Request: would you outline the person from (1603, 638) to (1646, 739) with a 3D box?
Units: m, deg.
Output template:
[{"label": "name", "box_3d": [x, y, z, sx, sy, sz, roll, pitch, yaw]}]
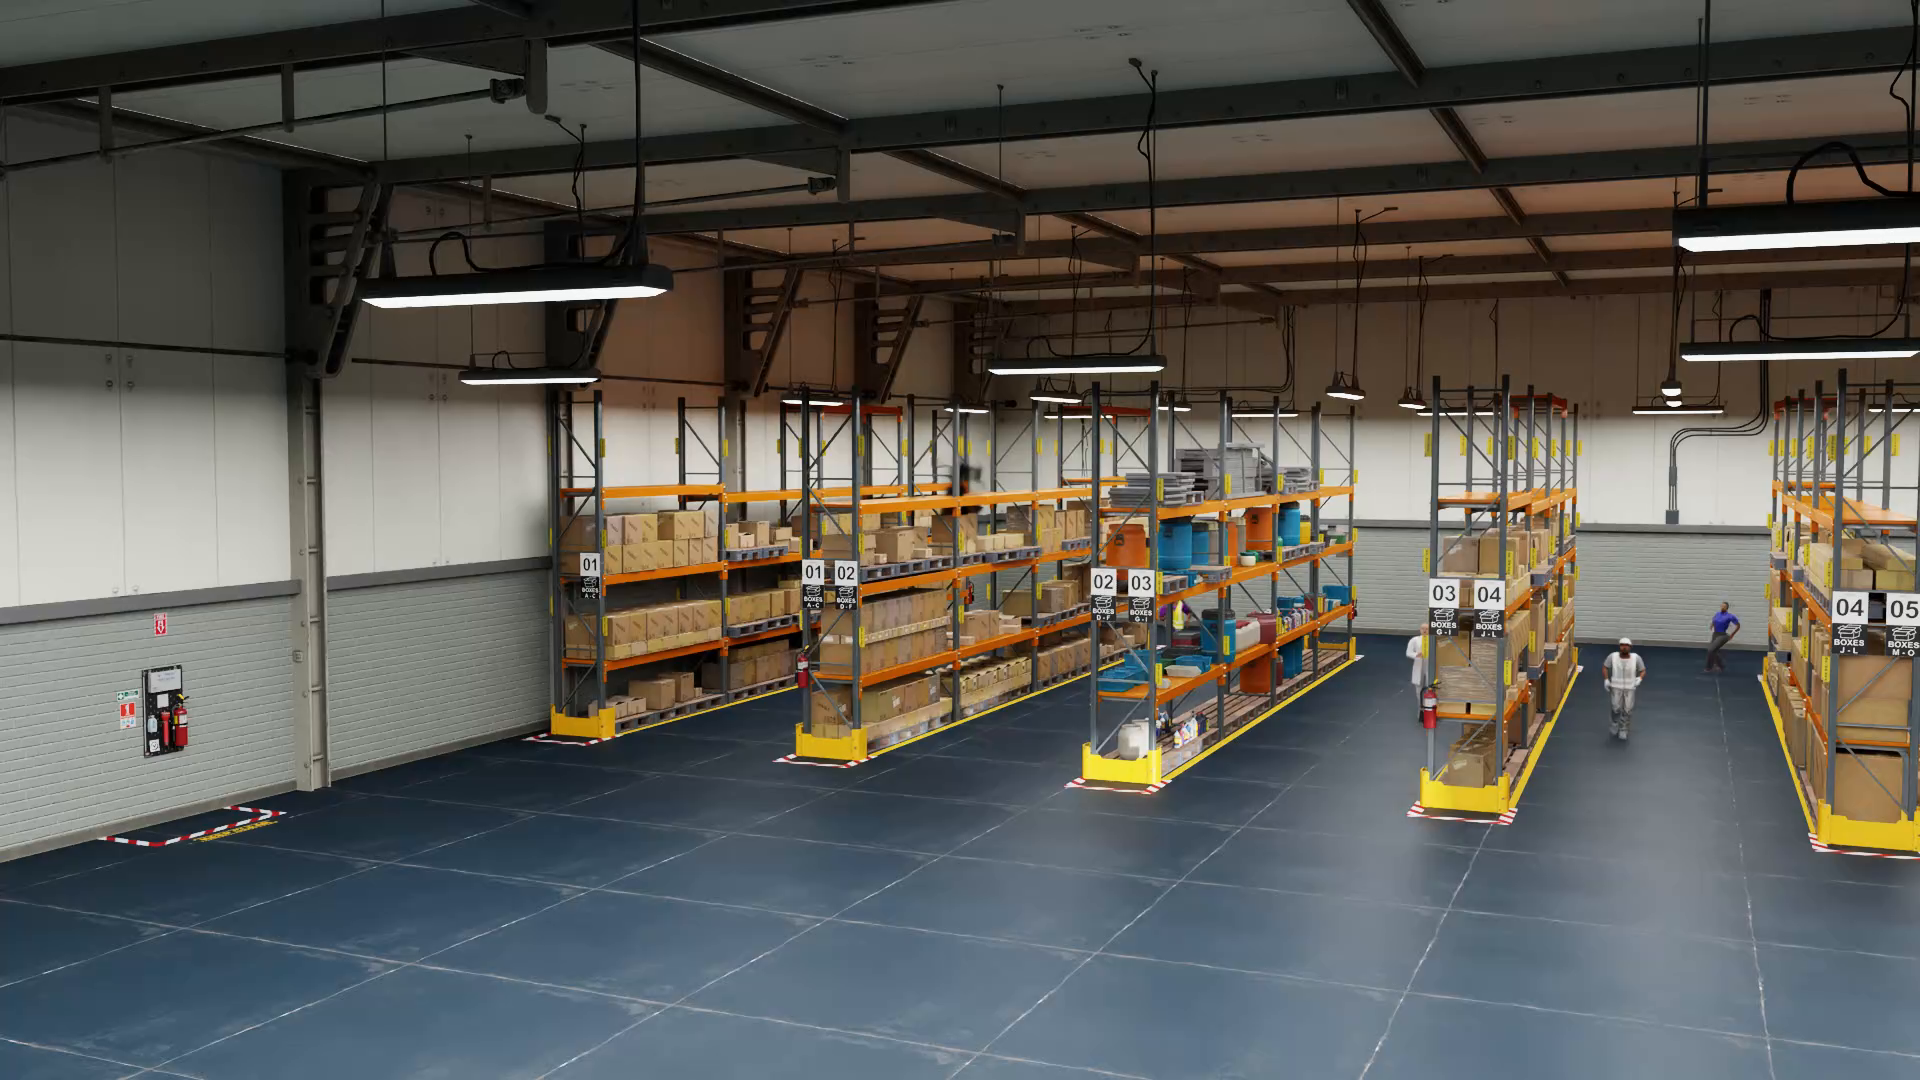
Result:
[{"label": "person", "box_3d": [11.405, 2.548, 28.544, 0.689, 1.745, 0.580, 1, 3, 18]}]

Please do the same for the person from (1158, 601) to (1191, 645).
[{"label": "person", "box_3d": [4.855, 2.023, 37.737, 0.708, 1.747, 0.974, 1, 3, 17]}]

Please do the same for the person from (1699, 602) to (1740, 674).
[{"label": "person", "box_3d": [16.785, 2.181, 36.781, 0.660, 1.654, 0.586, -1, 3, -10]}]

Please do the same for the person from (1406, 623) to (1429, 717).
[{"label": "person", "box_3d": [8.555, 2.438, 30.559, 0.698, 1.830, 0.780, 1, 3, 22]}]
